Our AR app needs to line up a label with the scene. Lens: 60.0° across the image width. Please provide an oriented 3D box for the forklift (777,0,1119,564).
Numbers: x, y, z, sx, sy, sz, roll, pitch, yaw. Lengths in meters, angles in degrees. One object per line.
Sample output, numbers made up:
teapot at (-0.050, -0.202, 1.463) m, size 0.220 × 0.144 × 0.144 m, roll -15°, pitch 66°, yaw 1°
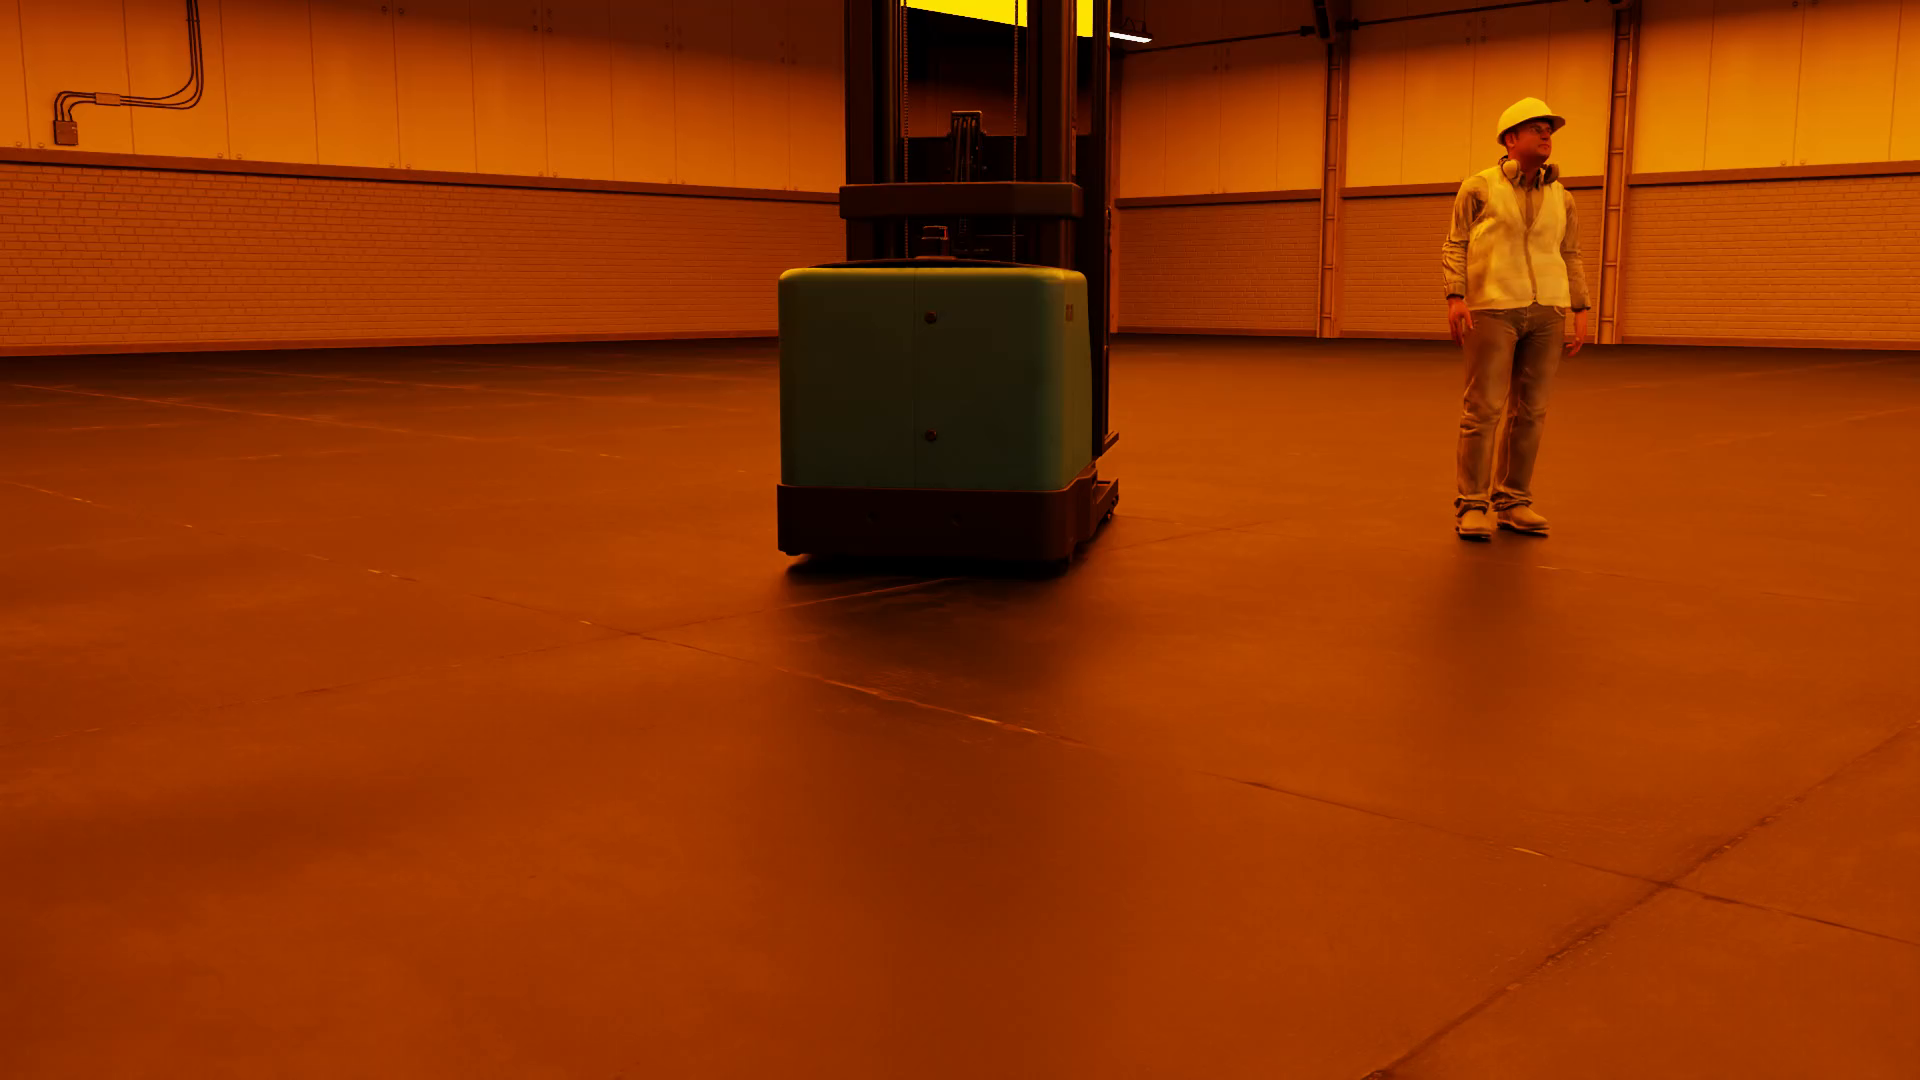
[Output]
forklift at (0.112, -1.541, 7.107) m, size 1.130 × 2.935 × 3.031 m, roll 2°, pitch 9°, yaw 10°

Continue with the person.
person at (2.314, -0.923, 6.842) m, size 0.630 × 1.773 × 0.570 m, roll -1°, pitch 9°, yaw -8°
